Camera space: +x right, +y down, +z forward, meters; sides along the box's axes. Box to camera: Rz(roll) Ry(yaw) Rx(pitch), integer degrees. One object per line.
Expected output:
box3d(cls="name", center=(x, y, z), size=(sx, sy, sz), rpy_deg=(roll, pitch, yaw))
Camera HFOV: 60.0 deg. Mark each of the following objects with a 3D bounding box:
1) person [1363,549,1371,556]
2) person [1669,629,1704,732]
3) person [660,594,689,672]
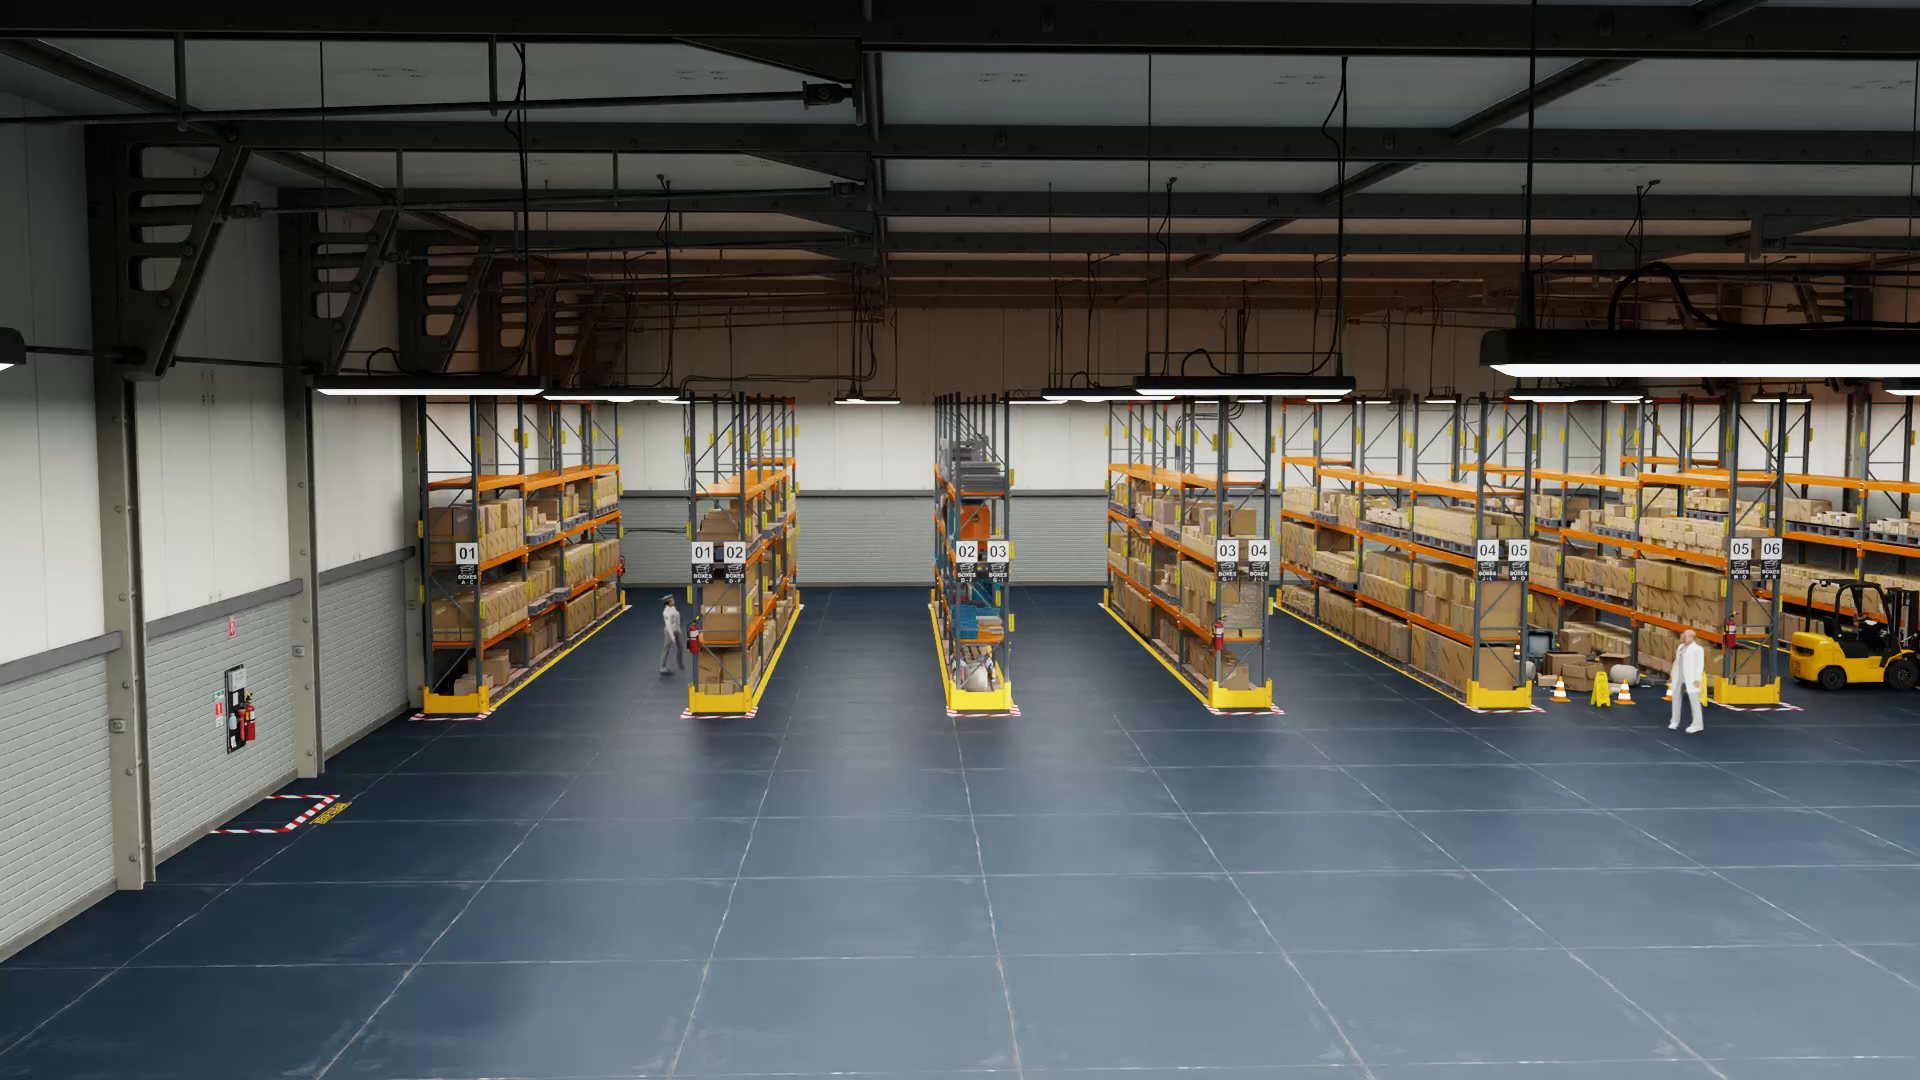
box3d(cls="person", center=(11.284, 1.146, 46.073), size=(0.409, 1.775, 0.581), rpy_deg=(1, 5, 18))
box3d(cls="person", center=(12.835, 2.471, 29.449), size=(0.483, 1.776, 0.617), rpy_deg=(-4, 6, -40))
box3d(cls="person", center=(-6.211, 2.020, 35.980), size=(0.462, 1.729, 0.604), rpy_deg=(2, 5, 26))
